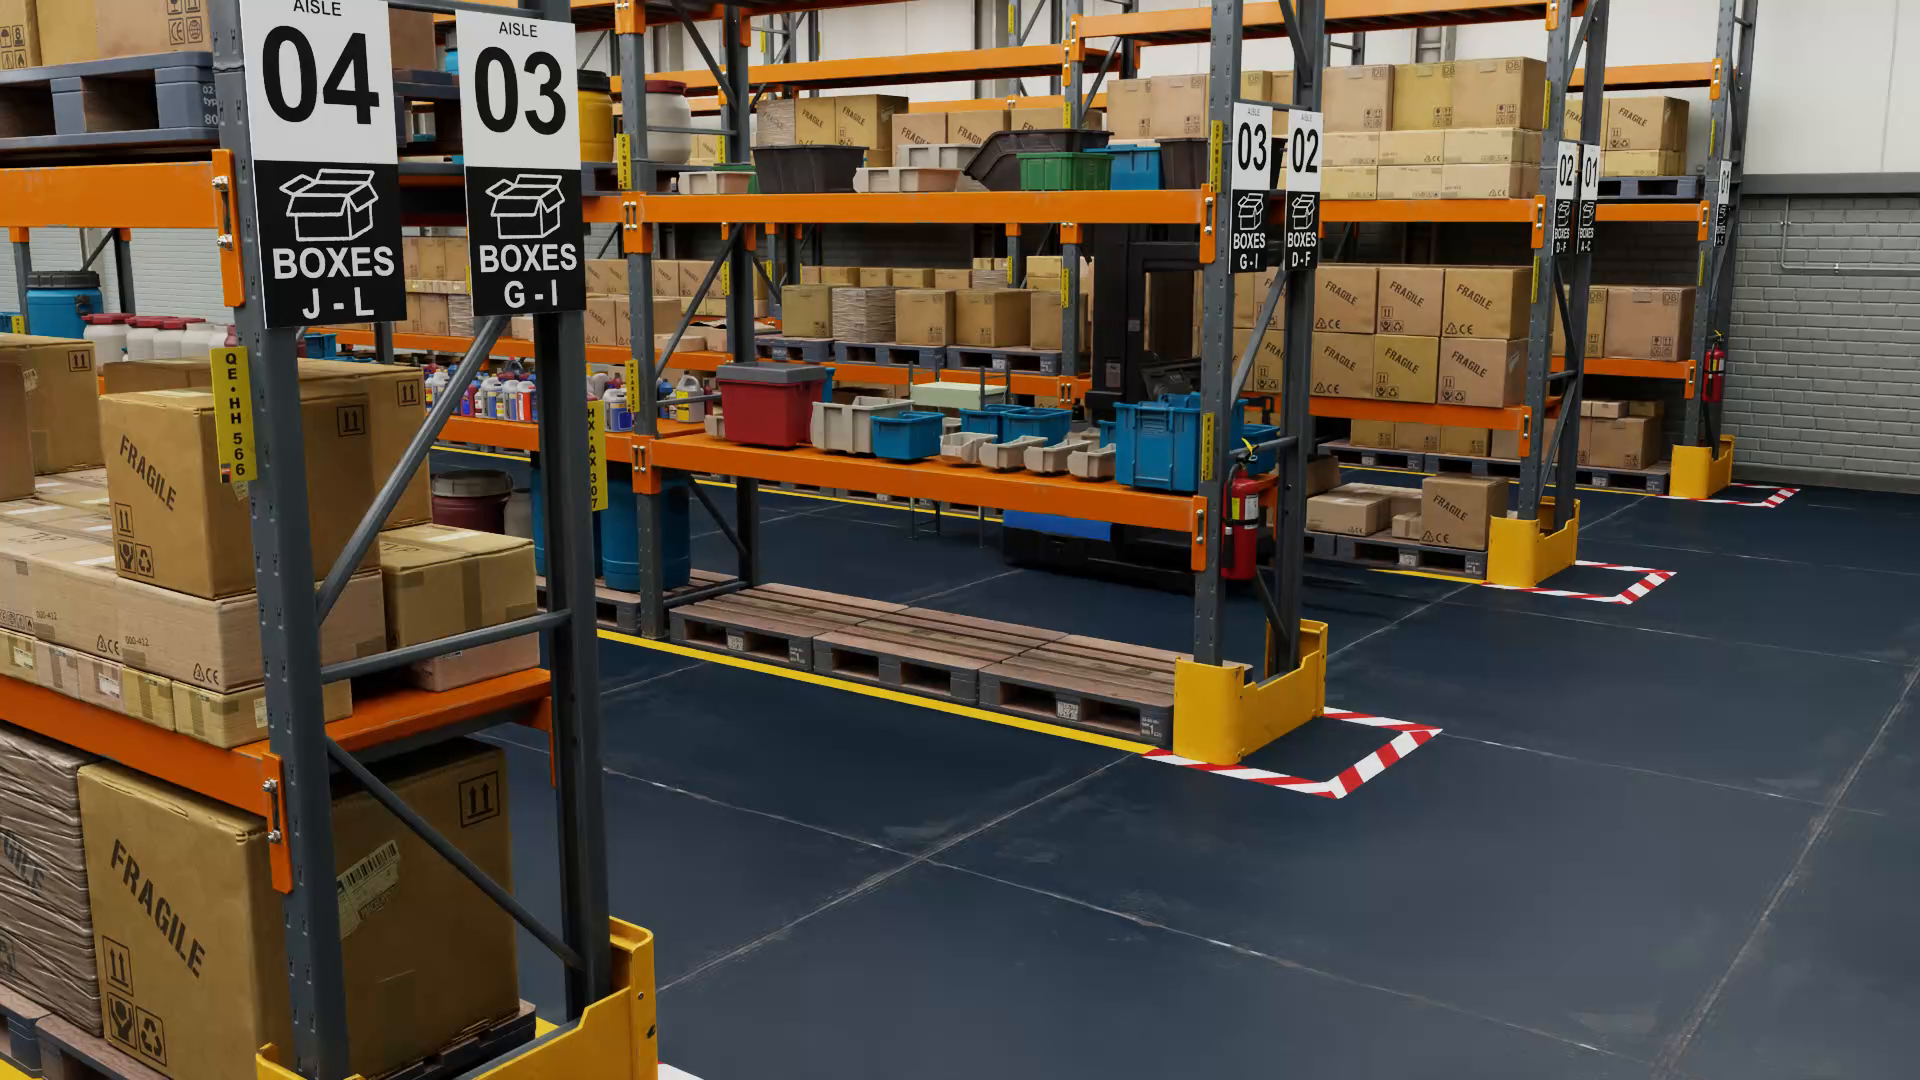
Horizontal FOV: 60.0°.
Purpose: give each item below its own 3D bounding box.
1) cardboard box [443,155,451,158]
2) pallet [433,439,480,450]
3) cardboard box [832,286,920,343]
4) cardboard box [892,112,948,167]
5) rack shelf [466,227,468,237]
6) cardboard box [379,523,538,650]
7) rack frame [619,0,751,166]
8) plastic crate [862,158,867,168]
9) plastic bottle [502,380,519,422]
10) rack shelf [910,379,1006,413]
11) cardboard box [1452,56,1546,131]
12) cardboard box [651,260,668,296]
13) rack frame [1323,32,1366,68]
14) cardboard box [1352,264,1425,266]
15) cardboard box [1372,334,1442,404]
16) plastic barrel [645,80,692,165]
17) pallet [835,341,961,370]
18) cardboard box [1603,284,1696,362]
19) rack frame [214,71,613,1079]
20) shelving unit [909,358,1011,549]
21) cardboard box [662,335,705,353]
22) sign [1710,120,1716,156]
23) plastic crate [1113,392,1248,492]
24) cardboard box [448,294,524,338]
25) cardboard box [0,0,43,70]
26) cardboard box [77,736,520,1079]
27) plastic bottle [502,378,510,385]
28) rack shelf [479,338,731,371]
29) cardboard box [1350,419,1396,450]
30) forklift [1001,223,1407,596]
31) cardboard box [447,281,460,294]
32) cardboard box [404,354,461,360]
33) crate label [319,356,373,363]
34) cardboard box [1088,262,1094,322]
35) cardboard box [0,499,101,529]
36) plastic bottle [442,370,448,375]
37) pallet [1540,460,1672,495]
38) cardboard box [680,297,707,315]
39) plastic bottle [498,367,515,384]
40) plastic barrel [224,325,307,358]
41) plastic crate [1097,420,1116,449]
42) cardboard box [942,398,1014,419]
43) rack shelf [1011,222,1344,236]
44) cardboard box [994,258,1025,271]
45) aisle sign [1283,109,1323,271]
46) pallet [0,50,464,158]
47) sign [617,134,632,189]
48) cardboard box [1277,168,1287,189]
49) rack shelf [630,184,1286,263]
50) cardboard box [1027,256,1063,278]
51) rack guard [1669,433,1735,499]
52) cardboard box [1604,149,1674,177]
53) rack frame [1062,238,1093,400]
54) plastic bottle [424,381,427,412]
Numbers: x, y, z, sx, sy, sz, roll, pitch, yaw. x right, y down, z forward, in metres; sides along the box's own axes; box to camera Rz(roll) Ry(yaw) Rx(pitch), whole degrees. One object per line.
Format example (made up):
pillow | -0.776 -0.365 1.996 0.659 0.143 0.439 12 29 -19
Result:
cardboard box | -6.479 -4.567 20.097 0.637 0.503 0.797 10 15 42
pallet | -5.843 -1.291 20.148 1.213 0.211 1.003 8 13 36
cardboard box | -0.804 -2.184 16.055 0.700 0.500 0.500 -10 15 -42
cardboard box | -0.217 -3.660 15.519 0.600 0.600 0.600 7 13 33
rack shelf | -6.838 -3.909 20.334 4.000 0.370 1.077 8 13 36
cardboard box | -1.648 0.133 5.056 0.500 0.250 0.500 8 13 34
rack frame | -1.713 -3.853 10.252 0.127 3.000 1.000 8 13 36
plastic crate | -0.791 -2.244 10.276 0.300 0.233 0.416 8 13 36
plastic bottle | -3.032 -0.954 11.390 0.135 0.276 0.152 8 13 36
rack shelf | -0.005 -1.120 13.817 0.720 0.370 0.431 8 13 36
cardboard box | 4.022 -3.283 12.311 0.500 0.500 0.700 8 13 36
cardboard box | -4.509 -3.861 24.460 0.500 0.500 0.500 7 13 34
rack frame | 4.151 -5.369 18.091 0.127 3.000 1.000 8 13 36
cardboard box | 3.418 -1.960 13.369 0.500 0.500 0.500 8 14 36
cardboard box | 3.503 -1.331 12.749 0.500 0.500 0.500 8 14 36
plastic barrel | -1.989 -2.750 10.988 0.433 0.535 0.433 0 11 0
pallet | -0.432 -1.803 15.955 1.213 0.211 1.003 8 13 36
cardboard box | 6.958 -2.177 16.597 0.700 0.700 0.980 9 14 38
rack frame | -1.421 0.301 4.577 0.127 3.000 1.000 8 13 36
shelving unit | -0.005 -0.737 13.891 0.755 1.500 0.431 8 13 36
cardboard box | -2.891 -2.050 17.391 0.250 0.149 0.380 8 13 36
sign | 7.042 -3.761 15.554 0.005 0.325 0.100 8 13 36
plastic crate | 1.130 -0.513 8.535 0.499 0.435 0.616 8 13 36
cardboard box | -5.588 -2.662 19.631 0.500 0.500 0.700 8 13 34
cardboard box | -2.700 -1.659 5.178 0.500 0.500 0.700 7 13 32
cardboard box | -1.984 1.078 5.048 0.875 0.875 0.875 8 13 36
plastic bottle | -3.160 -0.999 11.635 0.097 0.271 0.097 0 11 0
rack shelf | -3.614 -1.986 18.294 4.000 0.370 1.077 8 13 36
cardboard box | 4.693 -1.303 18.343 0.500 0.500 0.700 8 14 36
forklift | 1.787 -1.149 12.252 3.031 2.935 1.130 9 14 38
cardboard box | -5.770 -2.958 19.451 0.250 0.149 0.380 8 13 34
cardboard box | -6.625 -2.057 20.925 0.500 0.500 0.500 8 13 36
crate label | -5.055 -1.379 13.703 0.416 0.233 0.303 8 13 36
cardboard box | 1.435 -2.109 14.138 0.500 0.500 0.500 8 14 37
cardboard box | -3.210 0.042 5.525 0.500 0.250 0.500 8 14 36
plastic bottle | -4.012 -1.226 12.995 0.097 0.201 0.097 0 11 0
pallet | 6.684 -0.683 17.004 1.213 0.211 1.003 8 13 36
cardboard box | -3.670 -3.378 23.934 0.500 0.250 0.500 8 13 35
plastic bottle | -3.374 -1.148 12.374 0.133 0.283 0.061 8 13 36
plastic barrel | -5.491 -1.429 13.163 0.708 0.536 0.600 8 13 36
plastic crate | 0.976 -0.557 9.294 0.300 0.233 0.416 8 13 36
cardboard box | 0.170 -1.226 15.918 0.500 0.250 0.500 8 14 36
rack shelf | 2.539 -3.768 19.607 4.000 0.370 1.077 8 13 36
cardboard box | 0.631 -3.491 21.050 0.250 0.149 0.380 6 12 28
aisle sign | 1.744 -1.771 8.443 0.004 0.787 0.394 8 13 36
pallet | -2.025 -1.210 4.724 1.213 0.211 1.003 8 13 36
sign | -2.040 -2.300 10.101 0.005 0.325 0.100 8 13 36
cardboard box | 2.675 -2.803 13.116 0.500 0.250 0.500 8 13 36
rack shelf | -0.101 -1.802 9.443 4.000 0.370 1.077 8 13 36
cardboard box | 1.163 -3.353 20.390 0.500 0.250 0.500 8 14 37
rack guard | 7.394 -0.744 16.560 0.348 0.500 1.175 8 13 36
cardboard box | 6.627 -3.670 16.232 0.500 0.250 0.500 8 14 37
rack frame | 1.222 -1.665 14.739 0.127 3.000 1.000 8 13 36
plastic bottle | -3.876 -1.065 11.942 0.133 0.283 0.061 8 13 36
